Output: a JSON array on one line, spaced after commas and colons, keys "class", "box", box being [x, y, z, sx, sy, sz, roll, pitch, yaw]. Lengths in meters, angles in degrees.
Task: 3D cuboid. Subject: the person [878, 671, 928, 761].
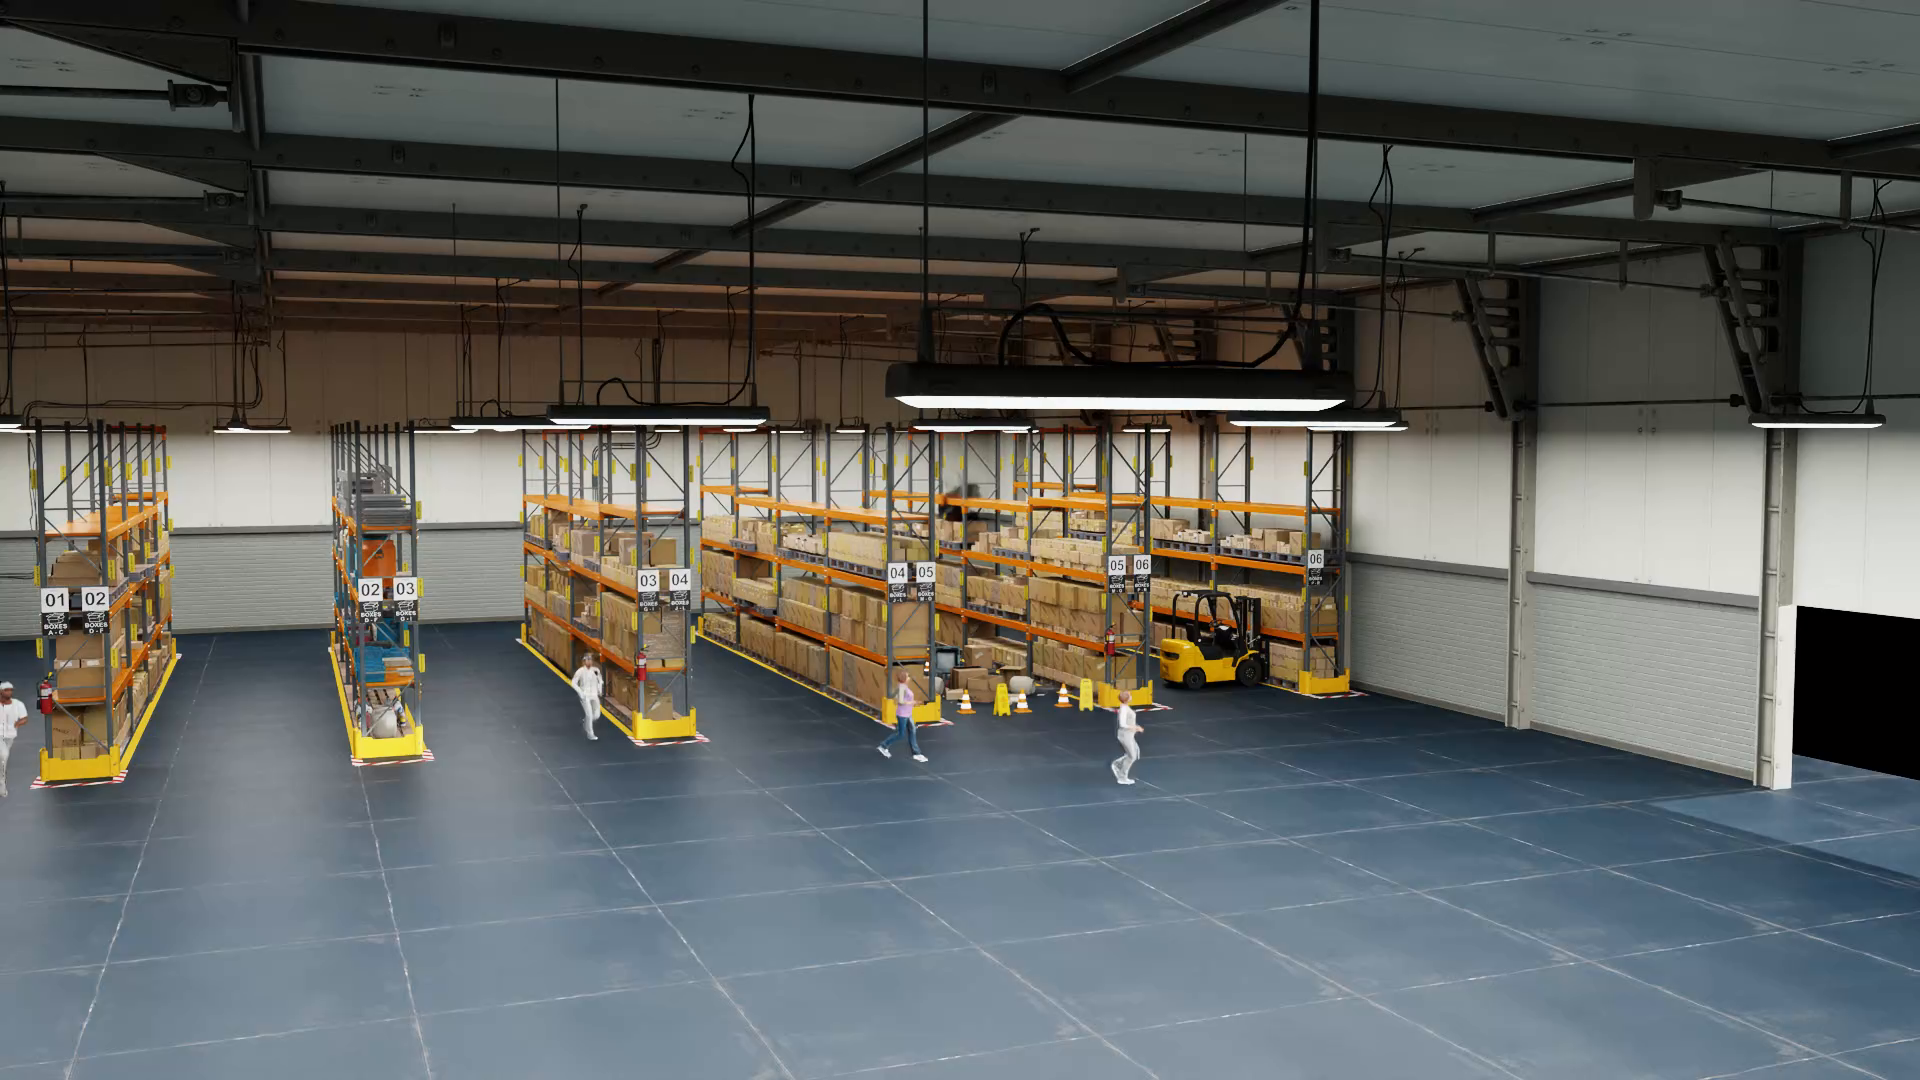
[{"class": "person", "box": [-0.998, 3.082, 29.120, 0.878, 1.596, 0.537, 1, 4, 10]}]

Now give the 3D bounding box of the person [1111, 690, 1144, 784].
[{"class": "person", "box": [2.753, 3.235, 27.314, 0.552, 1.553, 0.530, 1, 4, 8]}]

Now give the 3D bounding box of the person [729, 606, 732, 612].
[{"class": "person", "box": [-6.679, 1.830, 49.346, 0.483, 1.621, 0.611, 1, 4, 14]}]

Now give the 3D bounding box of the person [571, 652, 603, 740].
[{"class": "person", "box": [-7.023, 2.932, 31.393, 0.606, 1.654, 0.580, -2, 4, -34]}]

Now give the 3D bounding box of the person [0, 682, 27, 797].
[{"class": "person", "box": [-15.346, 3.169, 26.712, 0.800, 1.758, 0.714, 2, 4, 34]}]
